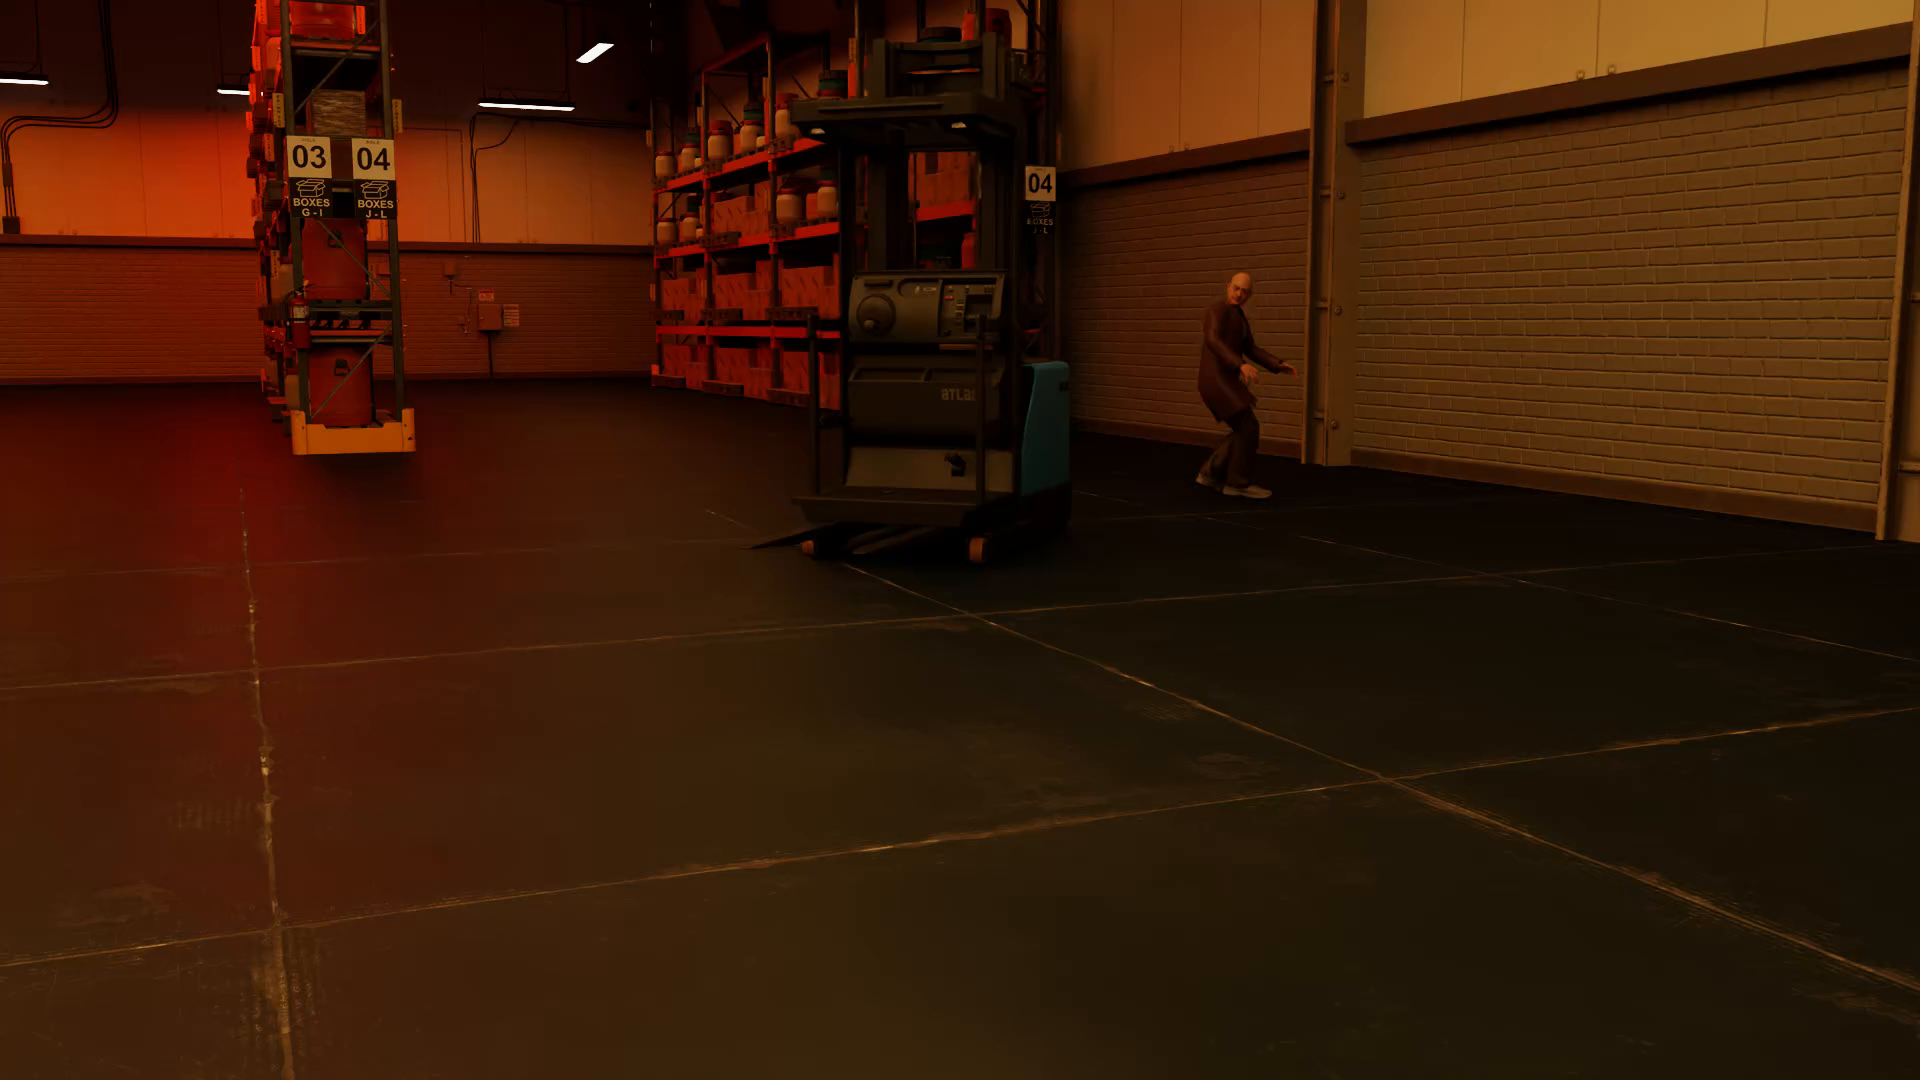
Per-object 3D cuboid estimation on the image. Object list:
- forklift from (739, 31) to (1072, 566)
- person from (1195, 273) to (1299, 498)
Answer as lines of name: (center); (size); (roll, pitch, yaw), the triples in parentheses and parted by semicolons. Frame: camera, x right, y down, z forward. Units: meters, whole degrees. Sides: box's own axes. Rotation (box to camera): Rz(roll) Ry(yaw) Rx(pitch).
forklift: (-0.263, -1.367, 9.312); (1.130, 2.935, 3.031); (3, 8, 20)
person: (2.151, -1.155, 12.513); (0.756, 1.697, 0.863); (2, 8, 14)
